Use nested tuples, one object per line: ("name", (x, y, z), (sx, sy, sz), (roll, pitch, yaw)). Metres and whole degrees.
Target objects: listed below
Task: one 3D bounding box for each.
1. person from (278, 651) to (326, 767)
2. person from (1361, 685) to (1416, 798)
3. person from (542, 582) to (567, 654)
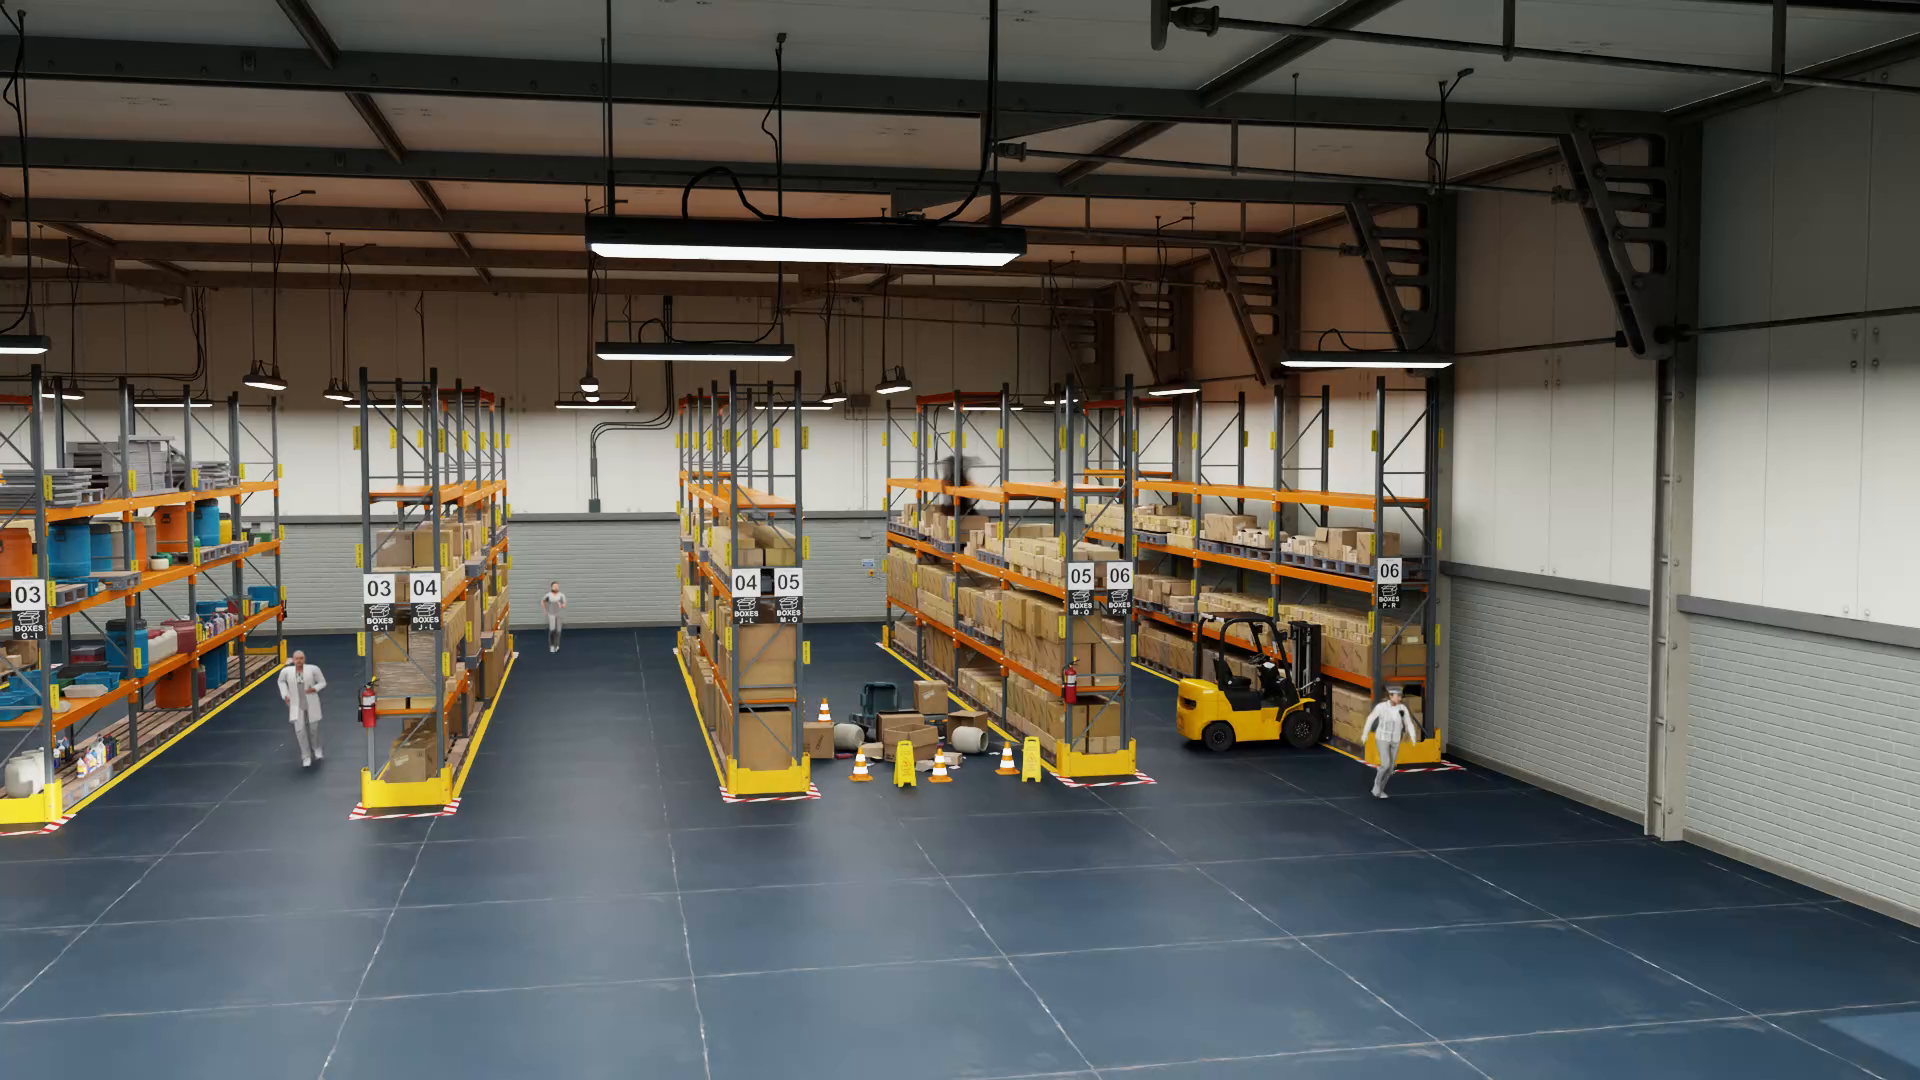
("person", (-10.165, 2.620, 25.713), (0.706, 1.663, 0.944), (-1, 4, -21))
("person", (5.993, 2.810, 23.072), (0.590, 1.622, 0.754), (-1, 3, -10))
("person", (-9.580, 1.828, 39.314), (0.550, 1.689, 0.704), (-1, 4, -22))
